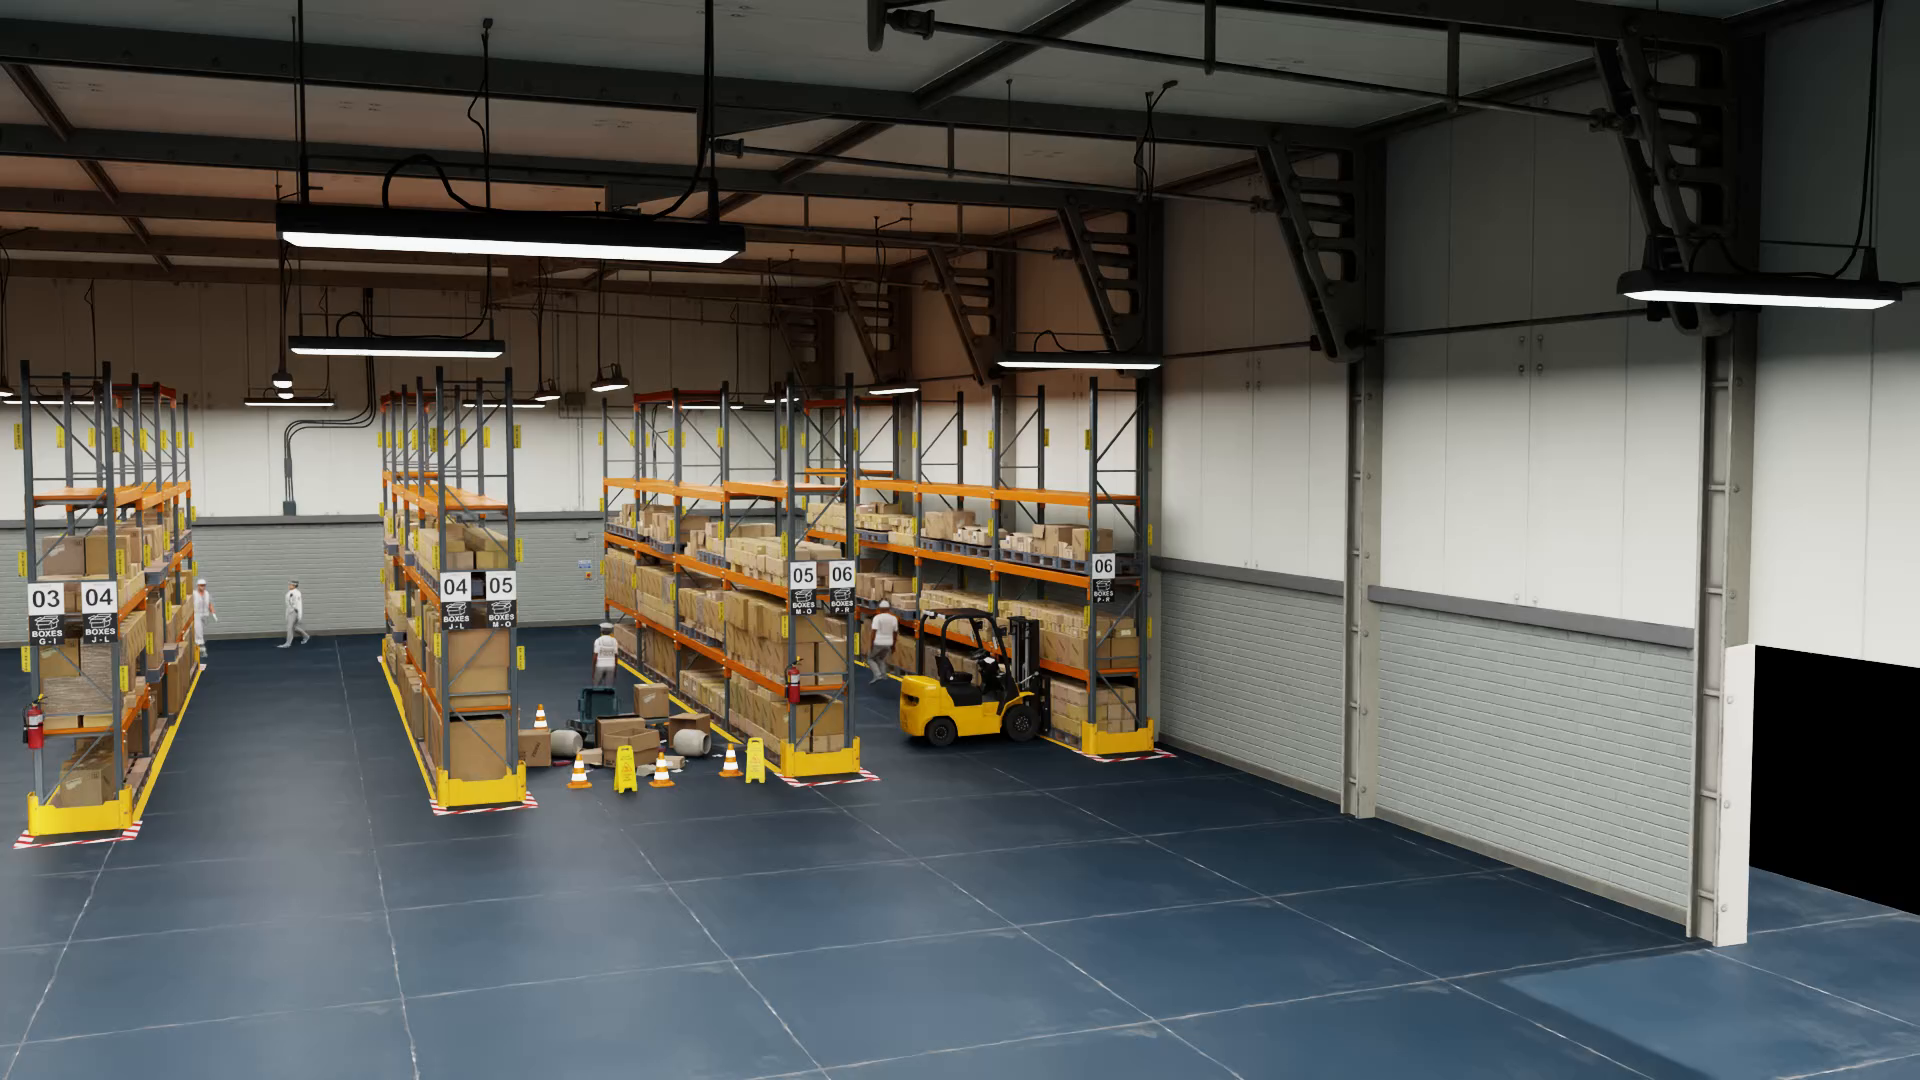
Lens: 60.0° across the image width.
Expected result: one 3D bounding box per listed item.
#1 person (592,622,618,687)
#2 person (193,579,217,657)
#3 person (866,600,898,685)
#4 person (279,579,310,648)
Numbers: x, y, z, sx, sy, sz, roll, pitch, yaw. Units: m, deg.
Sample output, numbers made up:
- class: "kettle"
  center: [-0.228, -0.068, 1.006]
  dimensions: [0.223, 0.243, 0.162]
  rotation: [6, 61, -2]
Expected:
- class: "person"
  center: [-6.430, 2.346, 30.150]
  dimensions: [0.490, 1.671, 0.449]
  rotation: [-2, 4, -24]
- class: "person"
  center: [-17.633, 1.794, 38.627]
  dimensions: [0.959, 1.769, 0.598]
  rotation: [3, 4, 39]
- class: "person"
  center: [-1.539, 2.015, 32.754]
  dimensions: [0.623, 1.664, 0.514]
  rotation: [-2, 4, -28]
- class: "person"
  center: [-16.080, 1.760, 40.170]
  dimensions: [0.502, 1.646, 0.876]
  rotation: [3, 5, 42]
